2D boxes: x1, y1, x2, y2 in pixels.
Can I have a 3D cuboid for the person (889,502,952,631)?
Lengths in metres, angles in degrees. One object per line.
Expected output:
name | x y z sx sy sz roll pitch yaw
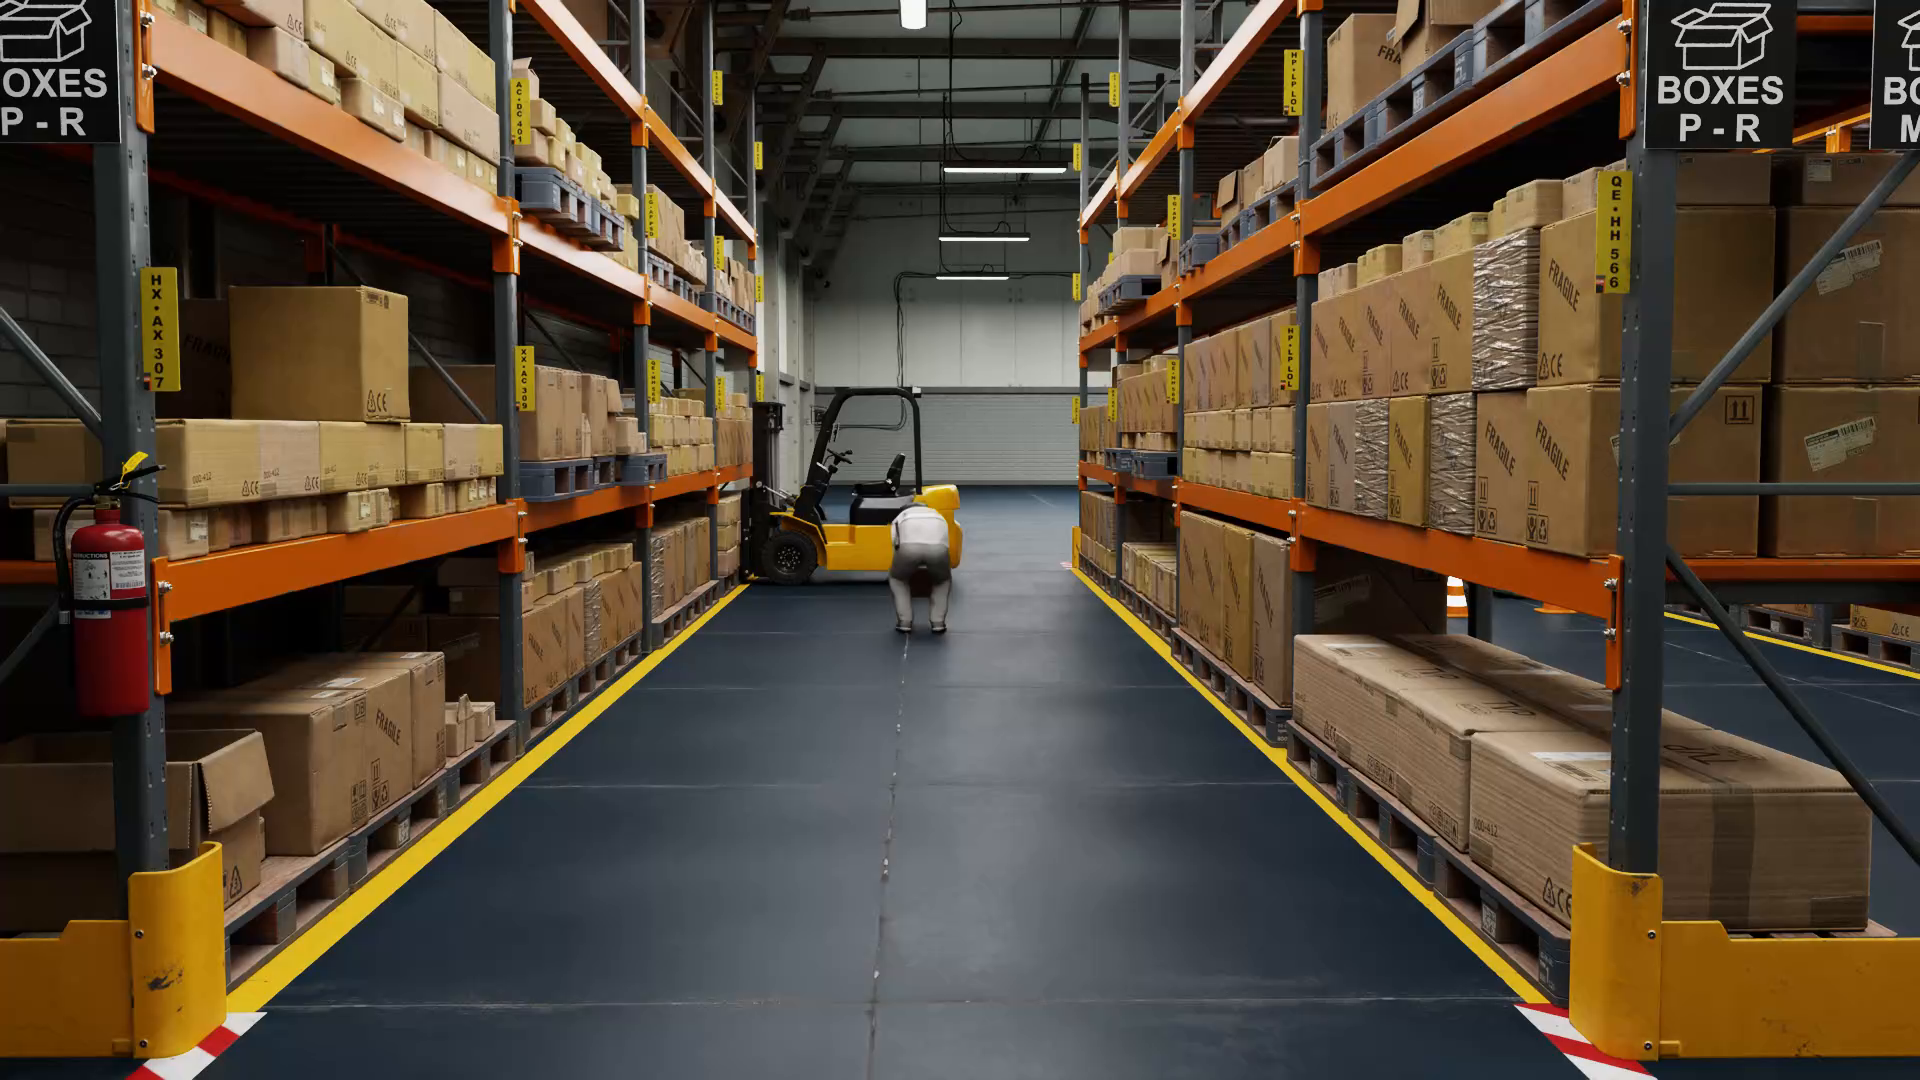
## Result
person | -0.338 0.221 14.106 0.537 1.064 1.032 0 4 -4
